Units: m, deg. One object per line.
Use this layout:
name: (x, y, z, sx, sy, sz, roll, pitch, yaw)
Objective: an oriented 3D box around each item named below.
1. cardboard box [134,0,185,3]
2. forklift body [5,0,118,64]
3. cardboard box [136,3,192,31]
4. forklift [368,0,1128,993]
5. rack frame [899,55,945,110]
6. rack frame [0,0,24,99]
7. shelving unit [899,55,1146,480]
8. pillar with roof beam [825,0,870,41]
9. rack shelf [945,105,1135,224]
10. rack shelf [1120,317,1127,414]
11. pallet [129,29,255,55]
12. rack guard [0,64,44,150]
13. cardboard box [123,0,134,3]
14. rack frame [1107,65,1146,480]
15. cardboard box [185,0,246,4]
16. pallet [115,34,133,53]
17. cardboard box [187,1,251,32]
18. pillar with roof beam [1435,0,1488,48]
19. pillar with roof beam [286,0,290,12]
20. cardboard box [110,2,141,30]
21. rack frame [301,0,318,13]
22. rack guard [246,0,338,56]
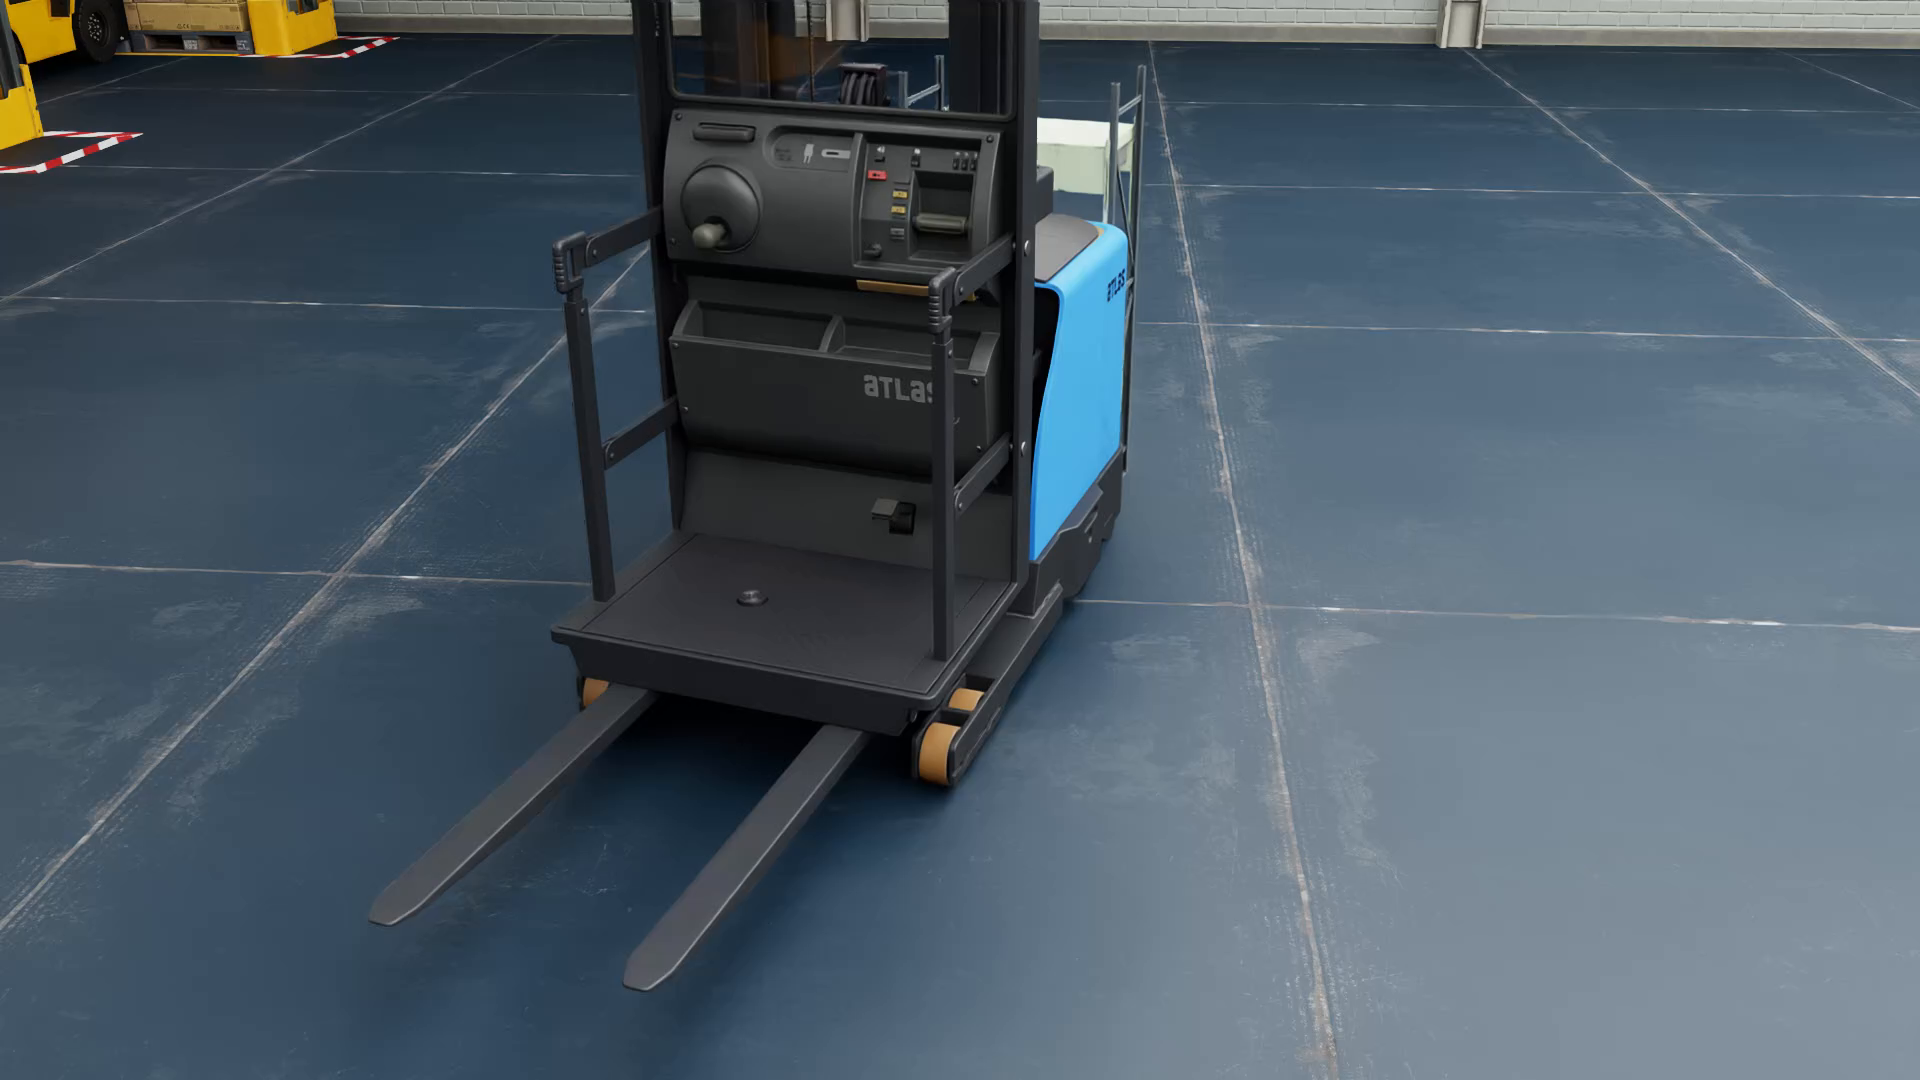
cardboard box: (-7.485, -5.249, 15.759, 0.500, 0.250, 0.500, 2, 25, 3)
forklift body: (-8.507, -5.090, 14.238, 1.214, 2.155, 2.313, 2, 25, 4)
cardboard box: (-7.464, -5.020, 15.858, 0.500, 0.250, 0.500, 2, 25, 4)
forklift: (-0.417, -0.881, 4.158, 1.130, 2.935, 3.031, 9, 26, 18)
rack frame: (-0.129, -0.965, 6.054, 0.023, 1.500, 0.400, 8, 26, 17)
rack frame: (-6.853, -4.106, 11.085, 0.127, 3.000, 1.000, 2, 25, 4)
shelving unit: (0.216, -0.915, 5.944, 0.755, 1.500, 0.431, 8, 26, 17)
pillar with roof beam: (-1.449, -7.312, 10.875, 0.400, 9.000, 9.100, 2, 25, 4)
rack shelf: (0.216, -1.269, 5.781, 0.720, 0.370, 0.431, 8, 26, 17)
rack shelf: (0.216, -0.619, 6.080, 0.720, 0.370, 0.431, 8, 26, 17)
pallet: (-7.242, -4.915, 16.179, 1.213, 0.211, 1.003, 2, 25, 4)
rack guard: (-6.929, -2.973, 11.613, 0.348, 0.500, 1.175, 2, 25, 4)
cardboard box: (-8.001, -5.257, 15.776, 0.500, 0.250, 0.500, 1, 25, 3)
rack frame: (0.562, -0.864, 5.835, 0.023, 1.500, 0.400, 8, 26, 17)
cardboard box: (-6.986, -5.229, 15.714, 0.500, 0.250, 0.500, 2, 25, 3)
pallet: (-8.455, -4.955, 16.267, 1.213, 0.211, 1.003, 2, 25, 4)
cardboard box: (-6.969, -5.000, 15.815, 0.500, 0.250, 0.500, 2, 25, 4)
pillar with roof beam: (4.533, -7.120, 10.458, 0.400, 9.000, 9.100, 2, 25, 4)
pillar with roof beam: (-7.431, -7.504, 11.293, 0.400, 9.000, 9.100, 2, 25, 4)
cardboard box: (-7.962, -5.040, 15.901, 0.500, 0.250, 0.500, 2, 25, 5)
rack frame: (-6.477, -6.175, 15.581, 0.127, 3.000, 1.000, 2, 25, 4)
rack guard: (-6.453, -5.039, 16.102, 0.348, 0.500, 1.175, 2, 25, 4)
